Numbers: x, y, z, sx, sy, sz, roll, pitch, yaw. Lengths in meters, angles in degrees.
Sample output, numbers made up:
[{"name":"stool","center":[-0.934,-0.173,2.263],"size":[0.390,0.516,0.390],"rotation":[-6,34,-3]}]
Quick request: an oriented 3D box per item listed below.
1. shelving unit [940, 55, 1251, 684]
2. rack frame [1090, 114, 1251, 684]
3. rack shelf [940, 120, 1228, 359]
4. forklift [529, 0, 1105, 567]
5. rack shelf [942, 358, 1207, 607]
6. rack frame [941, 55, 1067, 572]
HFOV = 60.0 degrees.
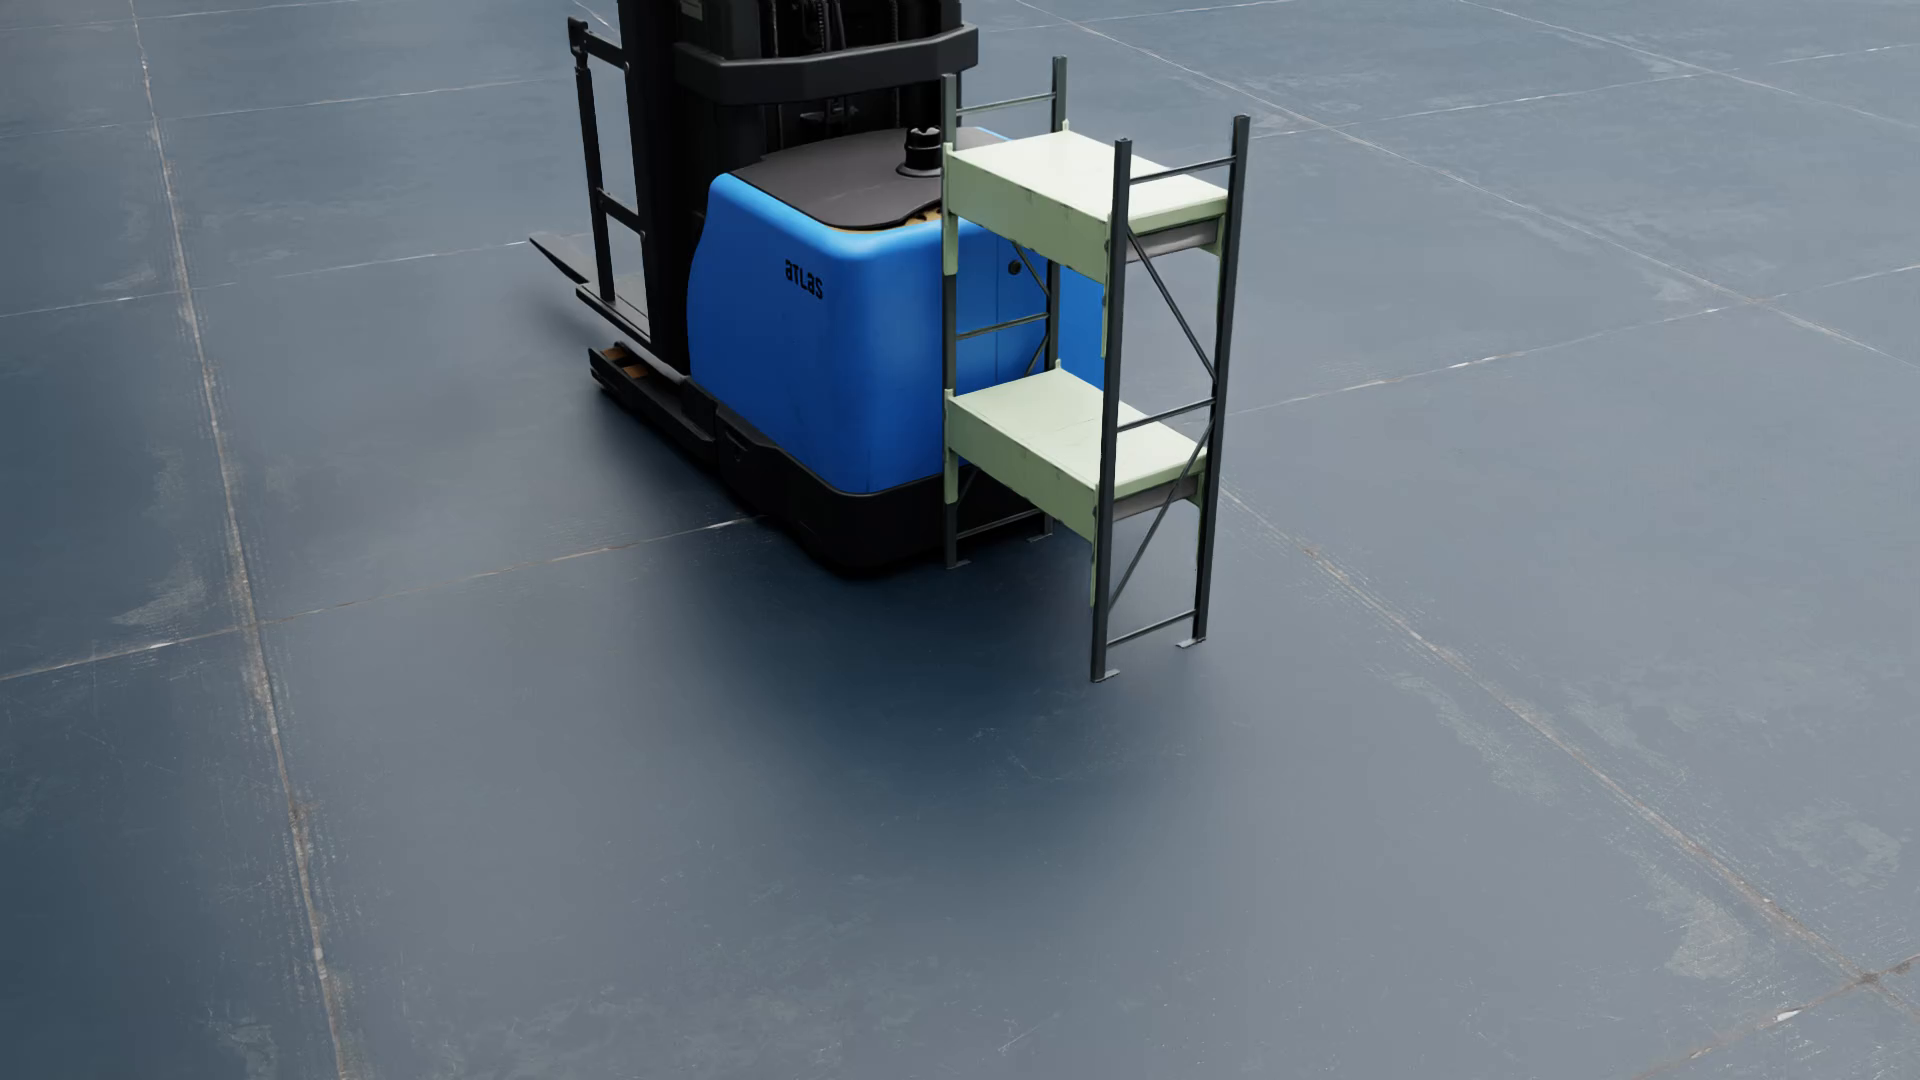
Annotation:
[{"name":"shelving unit","center":[0.325,-0.467,4.549],"size":[0.431,1.500,0.755],"rotation":[-18,34,-29]},{"name":"rack frame","center":[0.528,-0.318,4.284],"size":[0.400,1.500,0.023],"rotation":[-18,34,-29]},{"name":"rack shelf","center":[0.325,-0.807,4.358],"size":[0.431,0.370,0.720],"rotation":[-18,34,-29]},{"name":"forklift","center":[-0.729,-1.872,5.591],"size":[1.130,2.935,3.031],"rotation":[-18,34,-29]},{"name":"rack shelf","center":[0.325,-0.182,4.708],"size":[0.431,0.370,0.720],"rotation":[-18,34,-29]},{"name":"rack frame","center":[0.121,-0.615,4.814],"size":[0.400,1.500,0.023],"rotation":[-18,34,-29]}]
